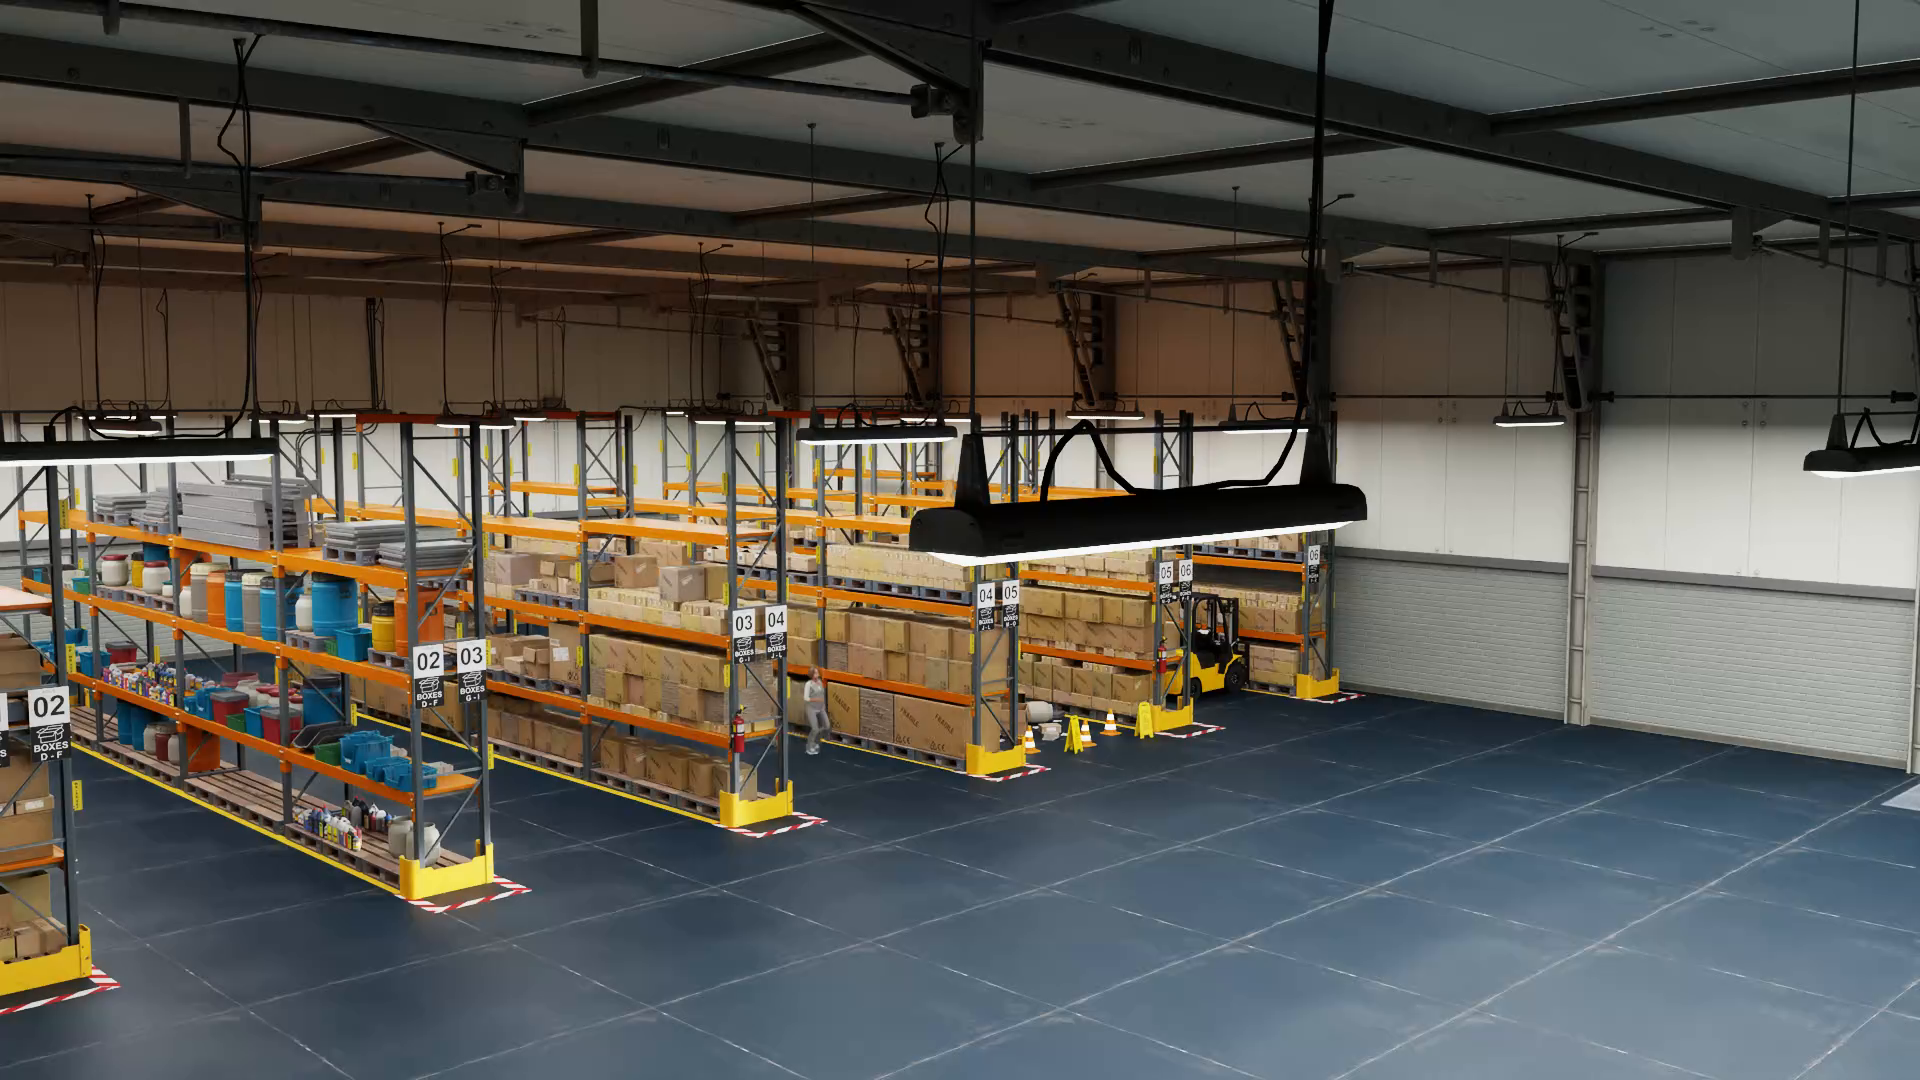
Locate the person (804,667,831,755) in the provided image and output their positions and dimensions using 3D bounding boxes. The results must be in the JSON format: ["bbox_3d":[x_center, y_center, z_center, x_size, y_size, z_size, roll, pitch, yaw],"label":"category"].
[{"bbox_3d":[-2.496,3.005,29.192,0.570,1.561,0.521,4,7,42],"label":"person"}]
